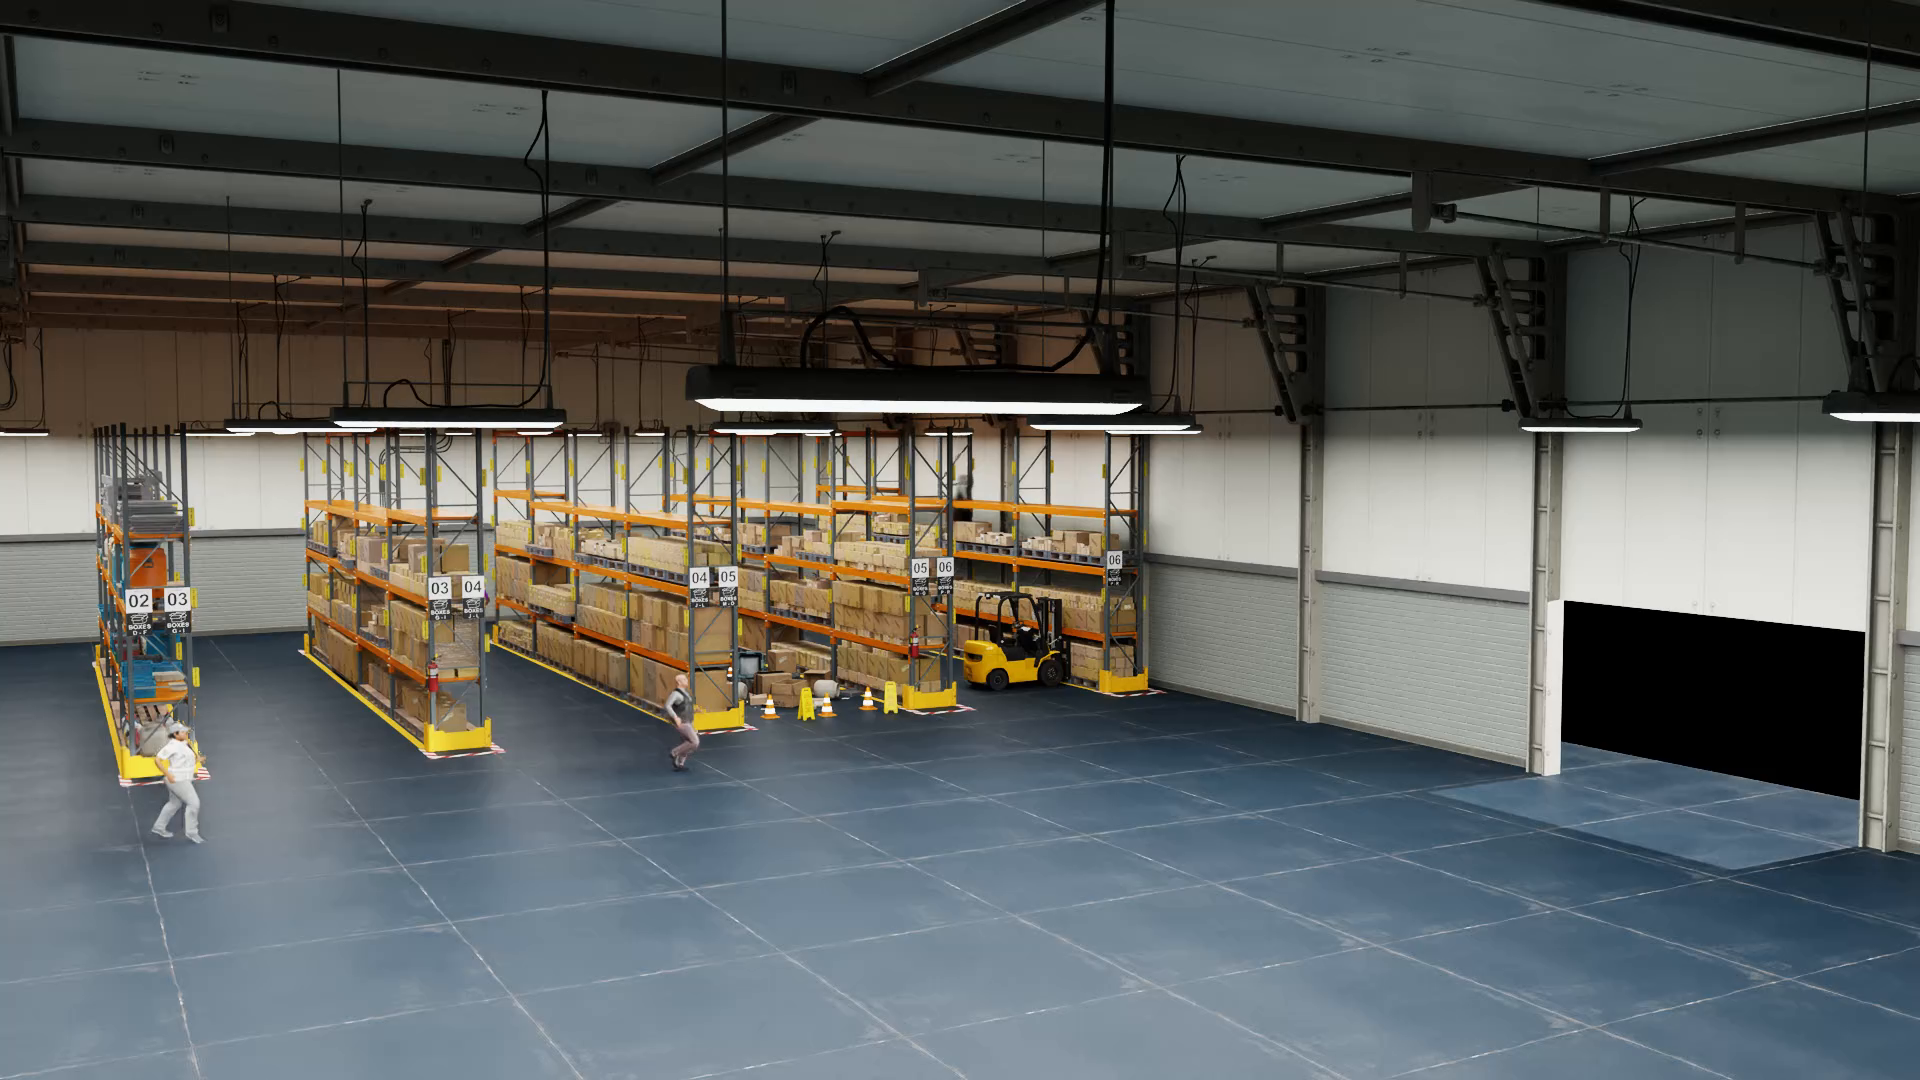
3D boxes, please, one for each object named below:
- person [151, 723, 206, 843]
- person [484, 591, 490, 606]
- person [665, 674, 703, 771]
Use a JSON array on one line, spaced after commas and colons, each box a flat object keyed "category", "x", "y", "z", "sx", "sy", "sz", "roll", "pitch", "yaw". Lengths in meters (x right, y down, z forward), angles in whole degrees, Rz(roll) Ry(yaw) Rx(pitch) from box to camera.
[{"category": "person", "x": -11.112, "y": 3.463, "z": 23.621, "sx": 0.764, "sy": 1.729, "sz": 0.579, "roll": -1, "pitch": 4, "yaw": -15}, {"category": "person", "x": -13.733, "y": 1.991, "z": 47.224, "sx": 0.736, "sy": 1.753, "sz": 0.859, "roll": 2, "pitch": 4, "yaw": 28}, {"category": "person", "x": -4.716, "y": 3.152, "z": 28.609, "sx": 0.578, "sy": 1.684, "sz": 0.656, "roll": 1, "pitch": 3, "yaw": 9}]
